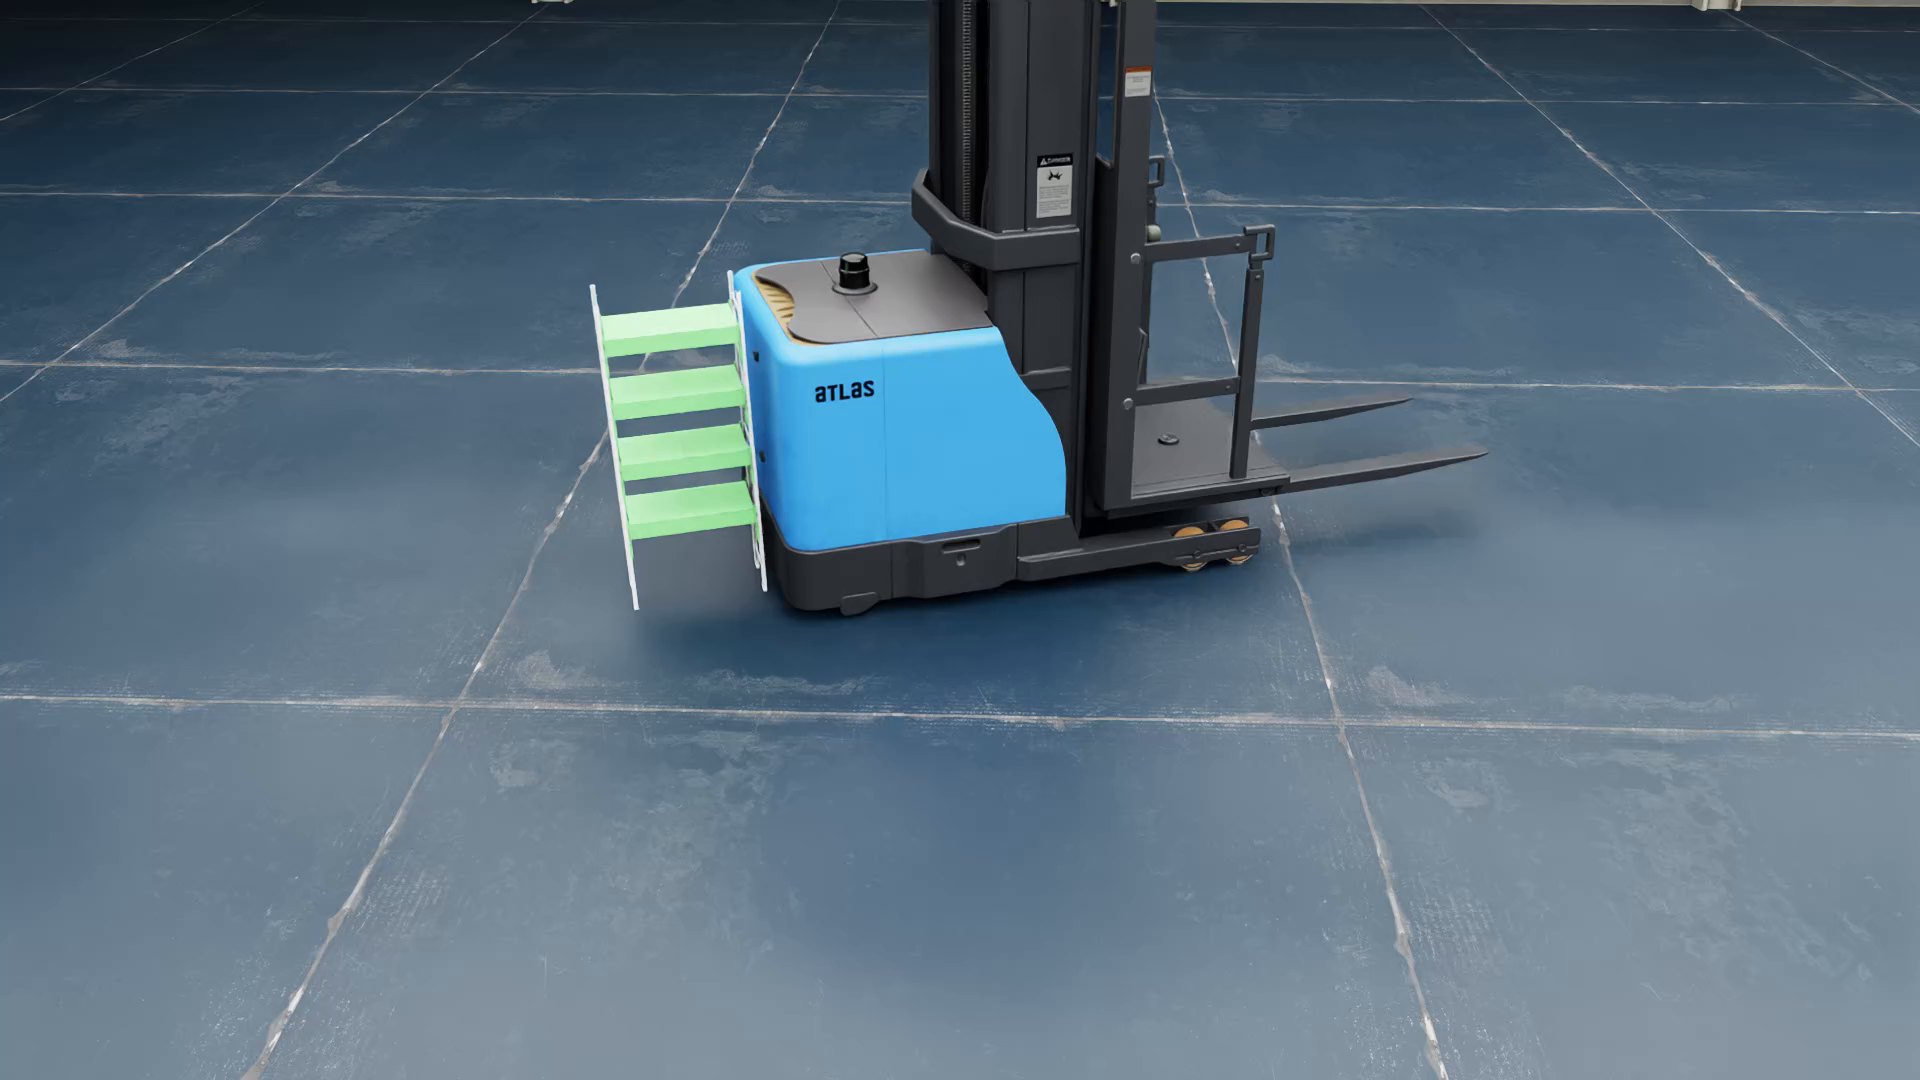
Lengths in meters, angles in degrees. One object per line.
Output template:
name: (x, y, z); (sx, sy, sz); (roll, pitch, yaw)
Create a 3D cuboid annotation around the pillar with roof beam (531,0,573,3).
pillar with roof beam: (-4.404, -7.615, 11.507); (0.400, 9.000, 9.100); (1, 28, 2)

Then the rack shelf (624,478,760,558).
rack shelf: (-1.016, -0.086, 6.267); (0.480, 0.148, 0.258); (-8, 29, -12)

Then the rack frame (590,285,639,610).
rack frame: (-1.260, -0.320, 6.072); (0.015, 1.200, 0.240); (-8, 29, -12)

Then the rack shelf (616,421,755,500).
rack shelf: (-1.022, -0.297, 6.153); (0.480, 0.148, 0.258); (-8, 29, -12)

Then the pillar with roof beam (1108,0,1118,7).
pillar with roof beam: (1.592, -7.516, 11.320); (0.400, 9.000, 9.100); (1, 28, 2)

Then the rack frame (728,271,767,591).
rack frame: (-0.787, -0.387, 6.174); (0.015, 1.200, 0.240); (-8, 29, -12)

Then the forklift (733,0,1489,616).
forklift: (0.676, -1.405, 6.270); (3.031, 2.935, 1.130); (-8, 29, -15)

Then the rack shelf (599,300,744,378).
rack shelf: (-1.033, -0.720, 5.926); (0.480, 0.148, 0.258); (-8, 29, -12)

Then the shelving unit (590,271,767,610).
shelving unit: (-1.023, -0.354, 6.123); (0.503, 1.200, 0.258); (-8, 29, -12)

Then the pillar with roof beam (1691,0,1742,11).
pillar with roof beam: (7.588, -7.416, 11.133); (0.400, 9.000, 9.100); (1, 28, 2)

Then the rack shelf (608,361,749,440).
rack shelf: (-1.027, -0.509, 6.040); (0.480, 0.148, 0.258); (-8, 29, -12)
